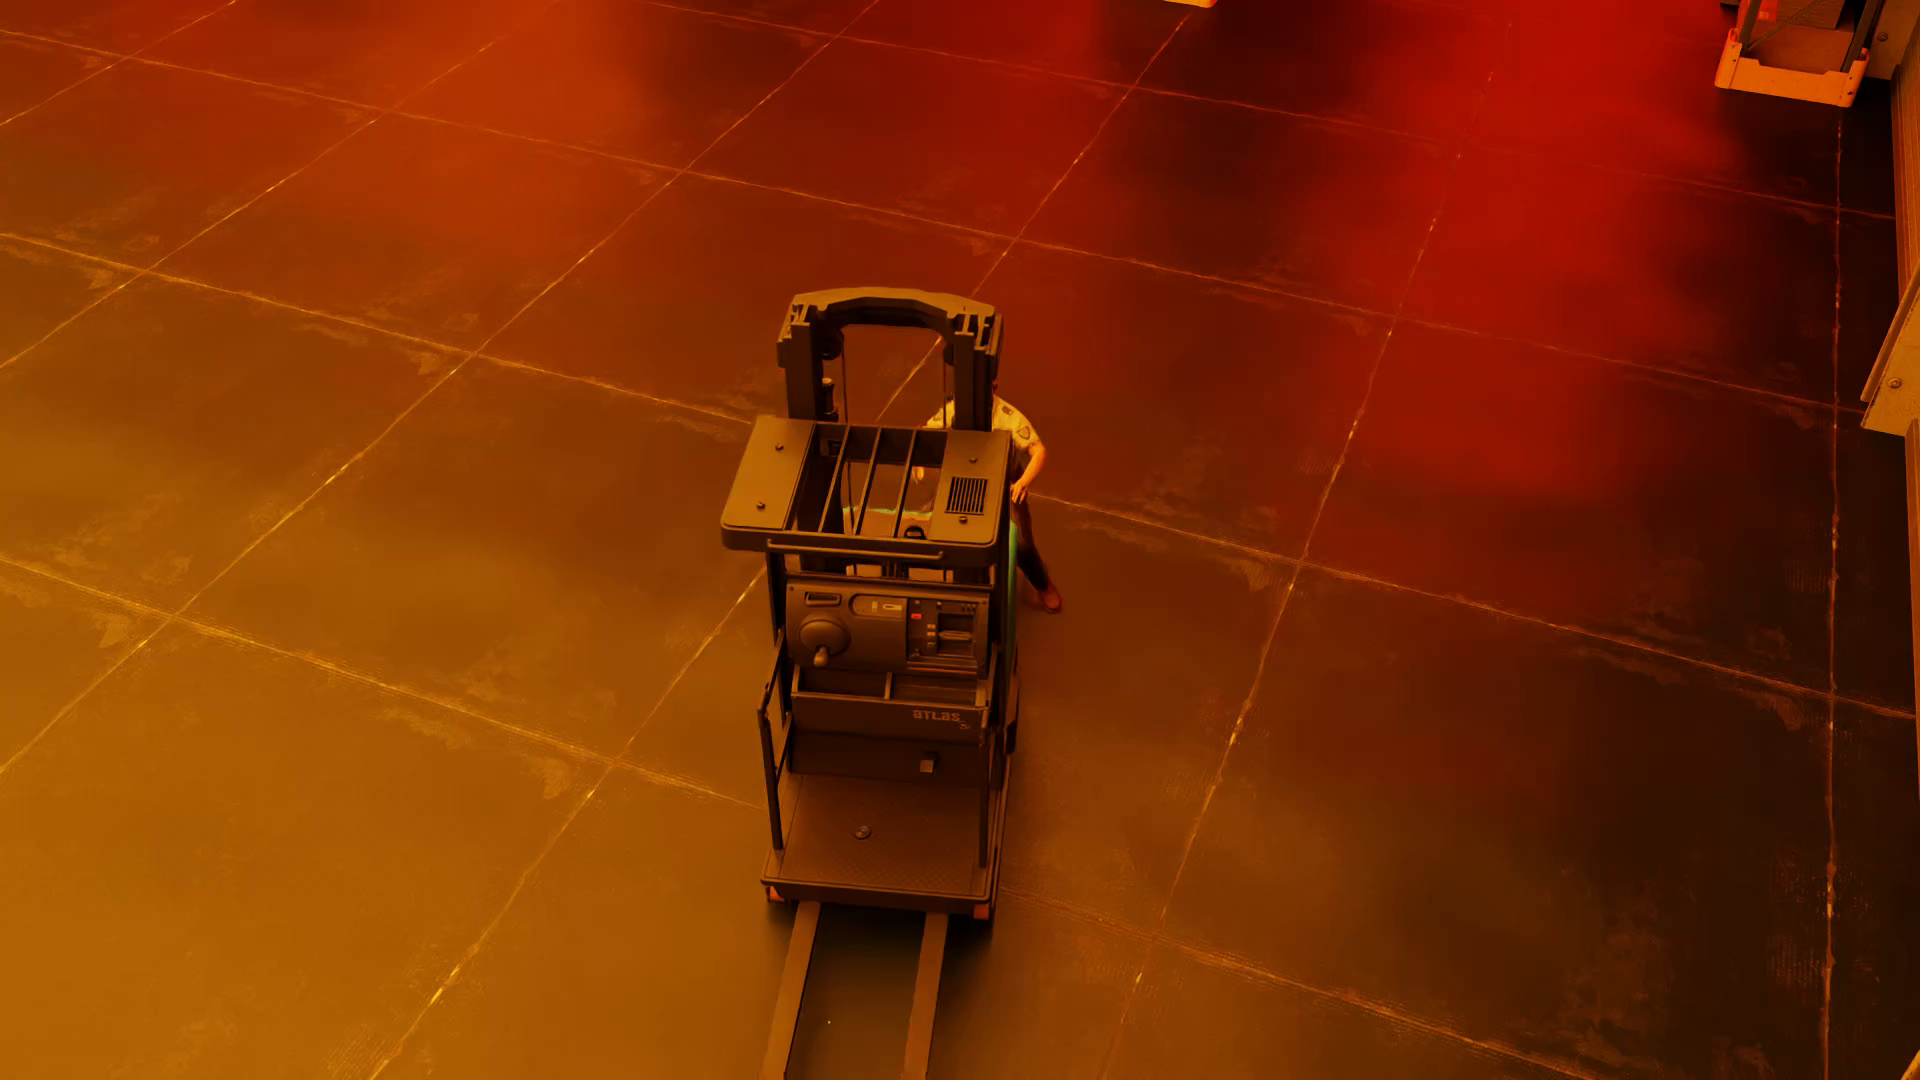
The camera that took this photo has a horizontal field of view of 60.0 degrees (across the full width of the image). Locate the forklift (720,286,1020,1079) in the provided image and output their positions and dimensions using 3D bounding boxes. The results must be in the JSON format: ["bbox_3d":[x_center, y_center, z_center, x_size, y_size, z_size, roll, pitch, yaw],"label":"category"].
[{"bbox_3d":[-0.353,0.484,7.428,1.130,2.935,3.031,4,40,5],"label":"forklift"}]

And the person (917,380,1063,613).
[{"bbox_3d":[0.093,-0.275,9.517,1.114,1.414,0.660,25,46,26],"label":"person"}]
